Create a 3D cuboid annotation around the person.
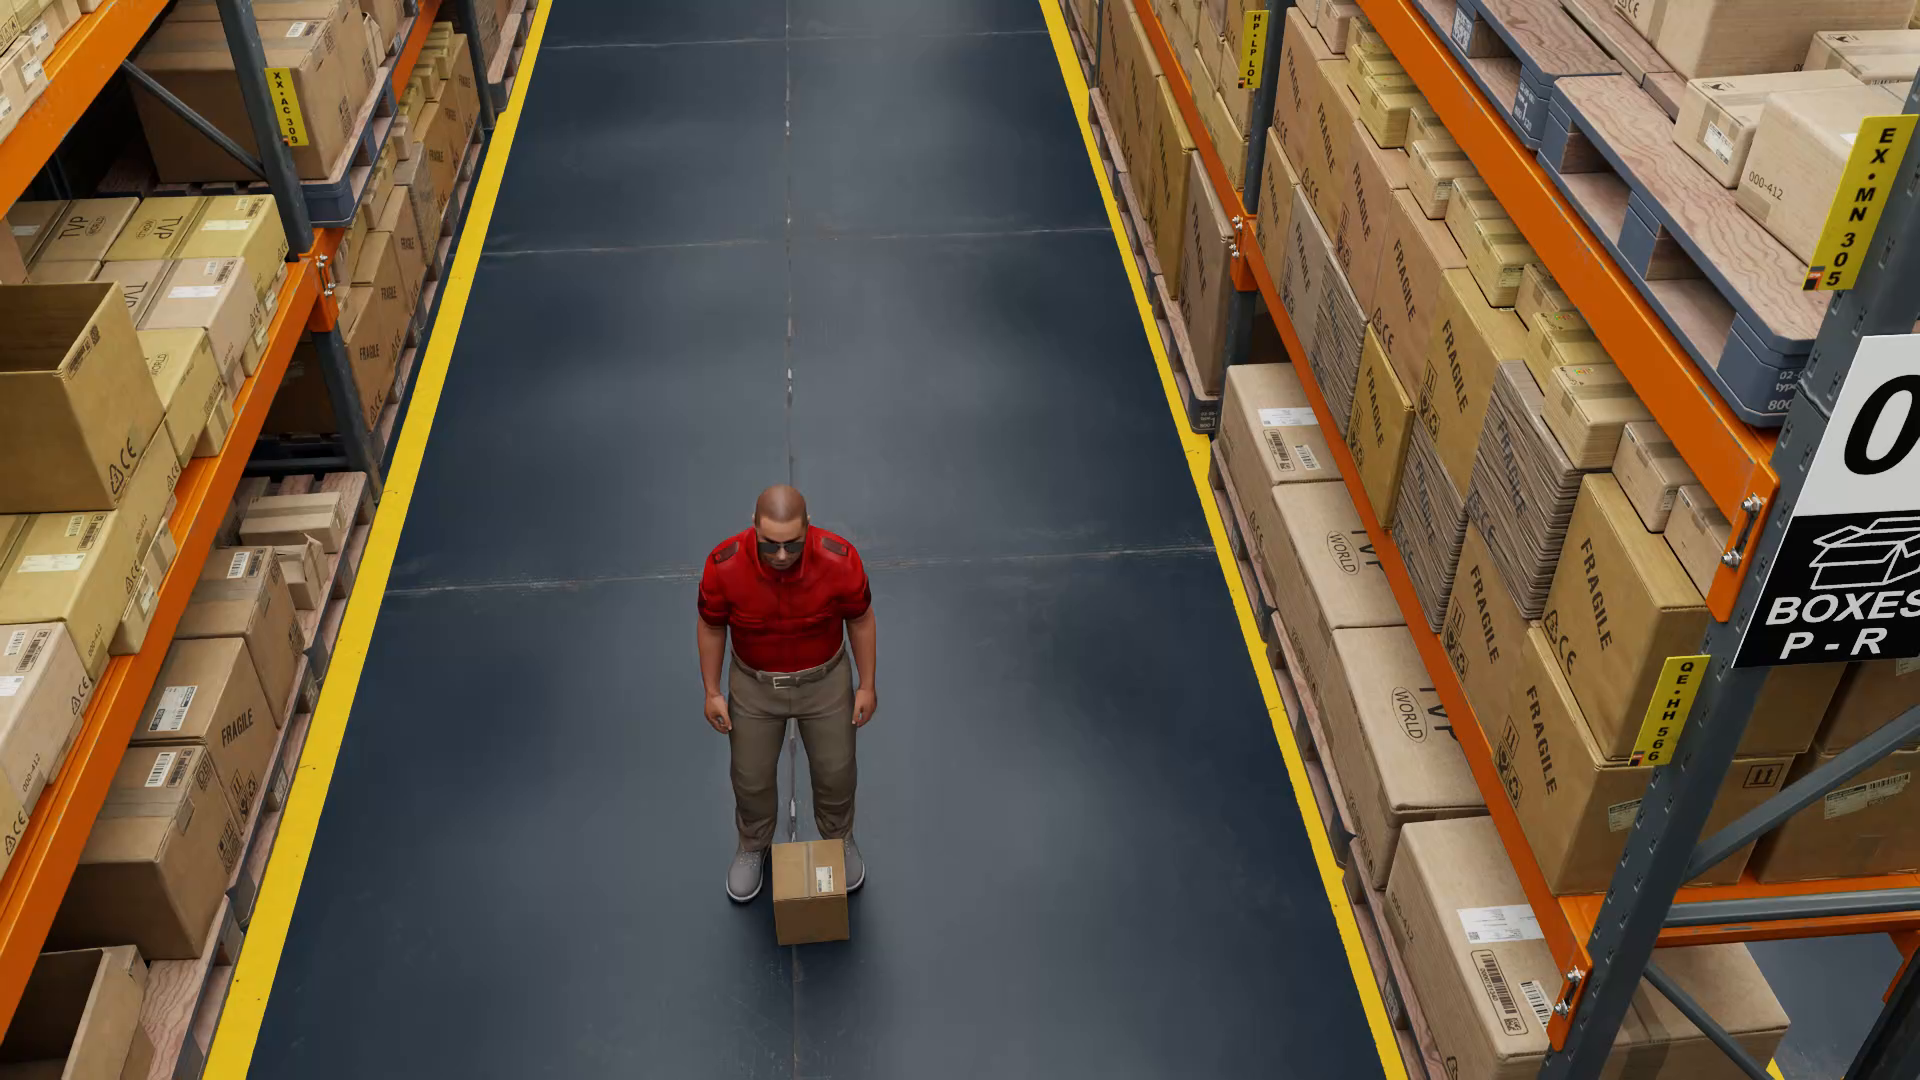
[{"bbox_3d":[-0.564,0.495,5.550,0.585,1.727,0.392,-3,39,-4],"label":"person"}]
